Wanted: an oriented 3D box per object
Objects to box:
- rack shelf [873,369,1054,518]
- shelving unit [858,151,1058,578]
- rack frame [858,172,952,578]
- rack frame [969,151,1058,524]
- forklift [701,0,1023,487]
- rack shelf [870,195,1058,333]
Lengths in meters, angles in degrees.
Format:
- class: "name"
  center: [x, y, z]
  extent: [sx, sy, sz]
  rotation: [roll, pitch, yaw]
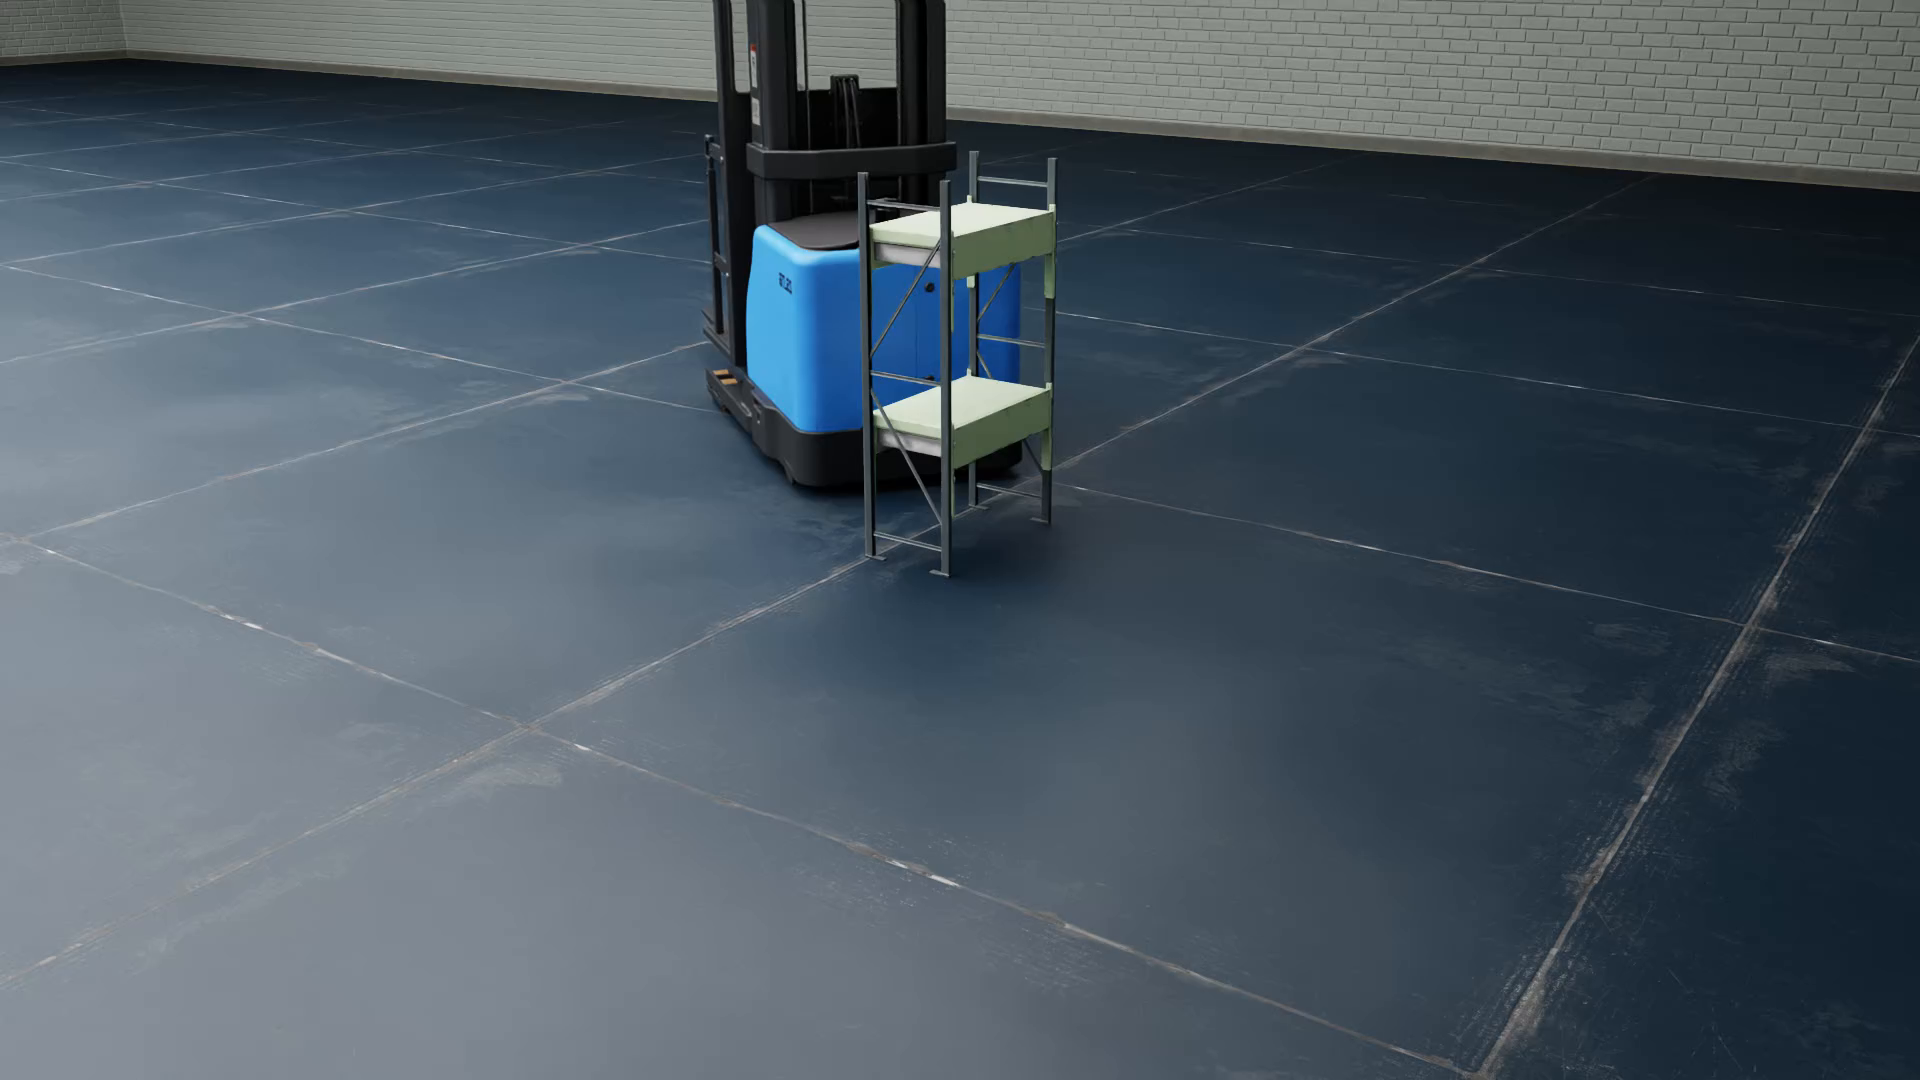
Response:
- class: "rack shelf"
  center: [0.004, -0.400, 6.623]
  extent: [0.431, 0.370, 0.720]
  rotation: [13, 24, 32]
- class: "shelving unit"
  center: [0.004, -0.705, 6.510]
  extent: [0.431, 1.500, 0.755]
  rotation: [13, 24, 32]
- class: "rack frame"
  center: [-0.202, -0.600, 6.226]
  extent: [0.400, 1.500, 0.023]
  rotation: [13, 24, 32]
- class: "rack frame"
  center: [0.209, -0.810, 6.794]
  extent: [0.400, 1.500, 0.023]
  rotation: [13, 24, 32]
- class: "forklift"
  center: [-0.693, -2.083, 8.171]
  extent: [1.130, 2.935, 3.031]
  rotation: [-7, 21, -18]
- class: "rack shelf"
  center: [0.004, -1.071, 6.375]
  extent: [0.431, 0.370, 0.720]
  rotation: [13, 24, 32]
